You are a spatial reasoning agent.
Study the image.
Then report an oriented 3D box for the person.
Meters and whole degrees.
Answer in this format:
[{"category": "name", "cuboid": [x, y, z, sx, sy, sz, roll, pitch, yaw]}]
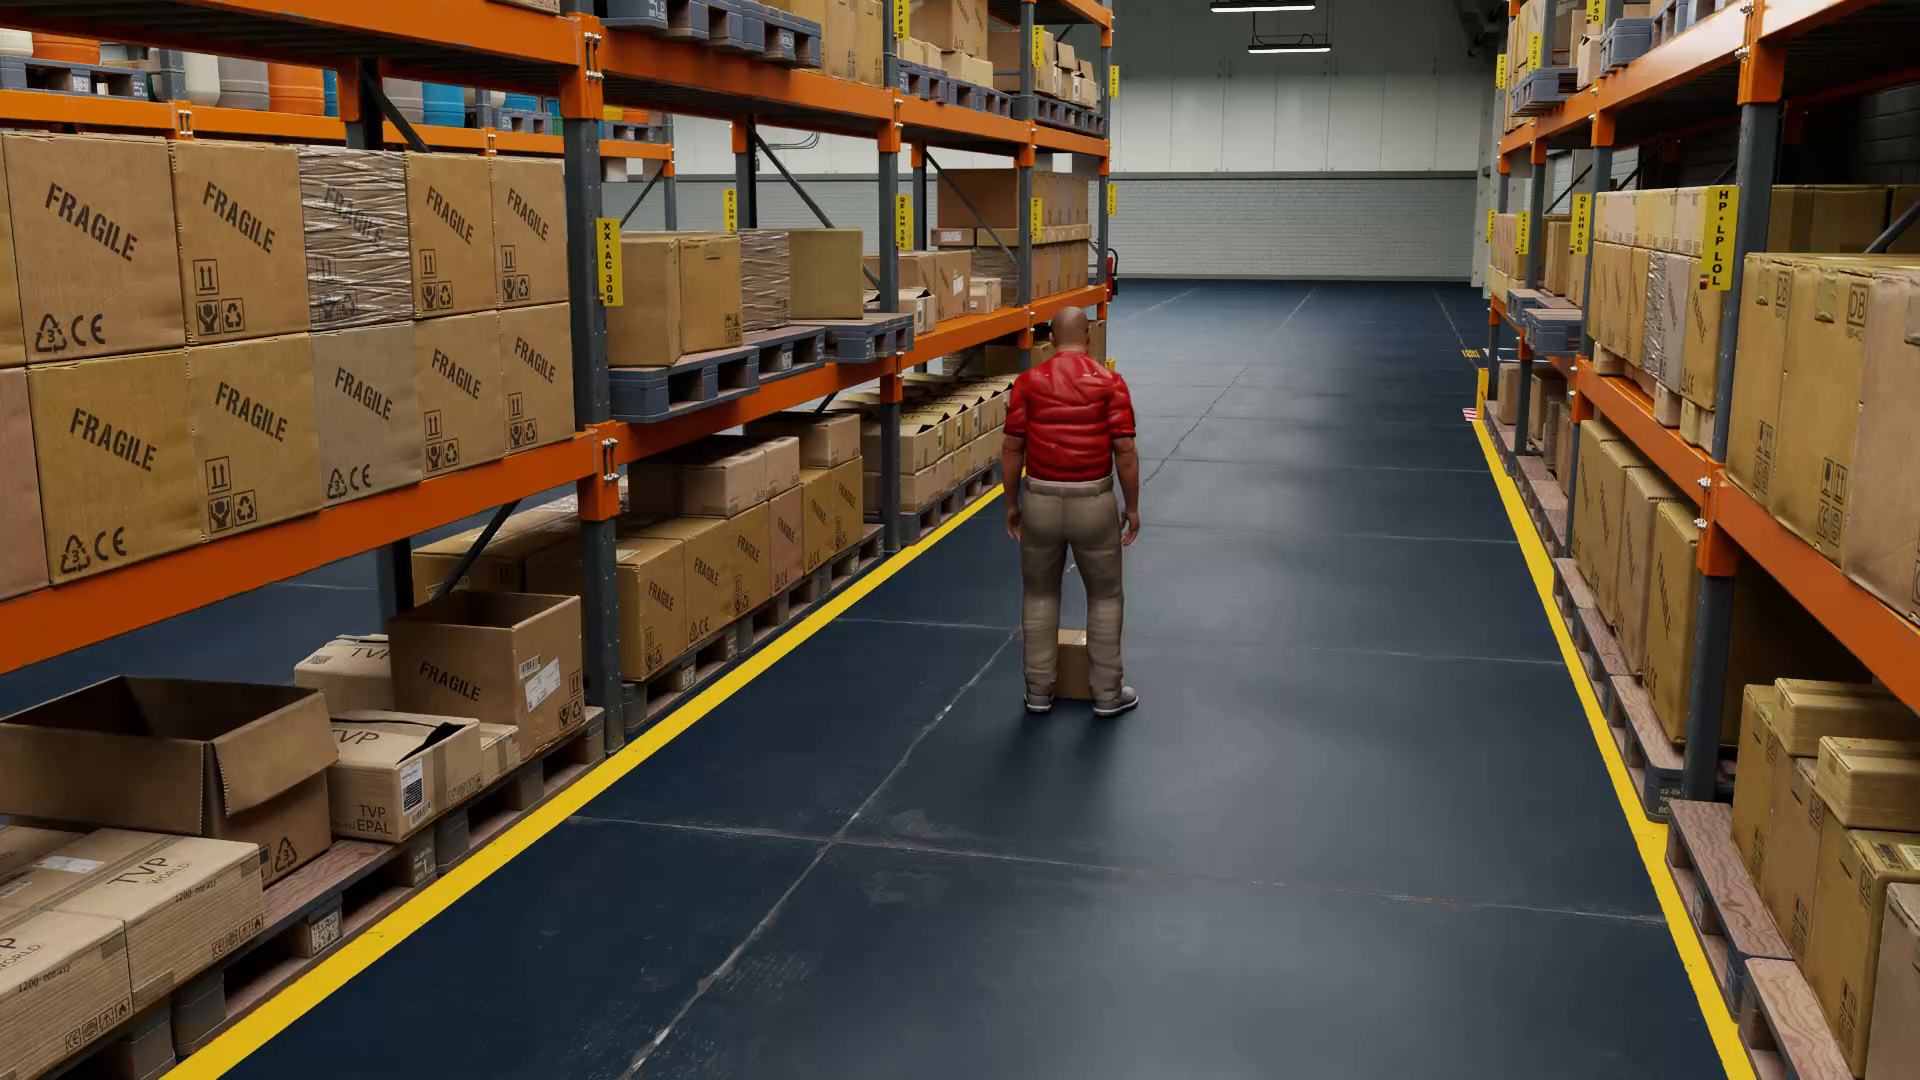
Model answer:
[{"category": "person", "cuboid": [0.470, -0.118, 7.067, 0.587, 1.726, 0.389, 3, 12, 13]}]
